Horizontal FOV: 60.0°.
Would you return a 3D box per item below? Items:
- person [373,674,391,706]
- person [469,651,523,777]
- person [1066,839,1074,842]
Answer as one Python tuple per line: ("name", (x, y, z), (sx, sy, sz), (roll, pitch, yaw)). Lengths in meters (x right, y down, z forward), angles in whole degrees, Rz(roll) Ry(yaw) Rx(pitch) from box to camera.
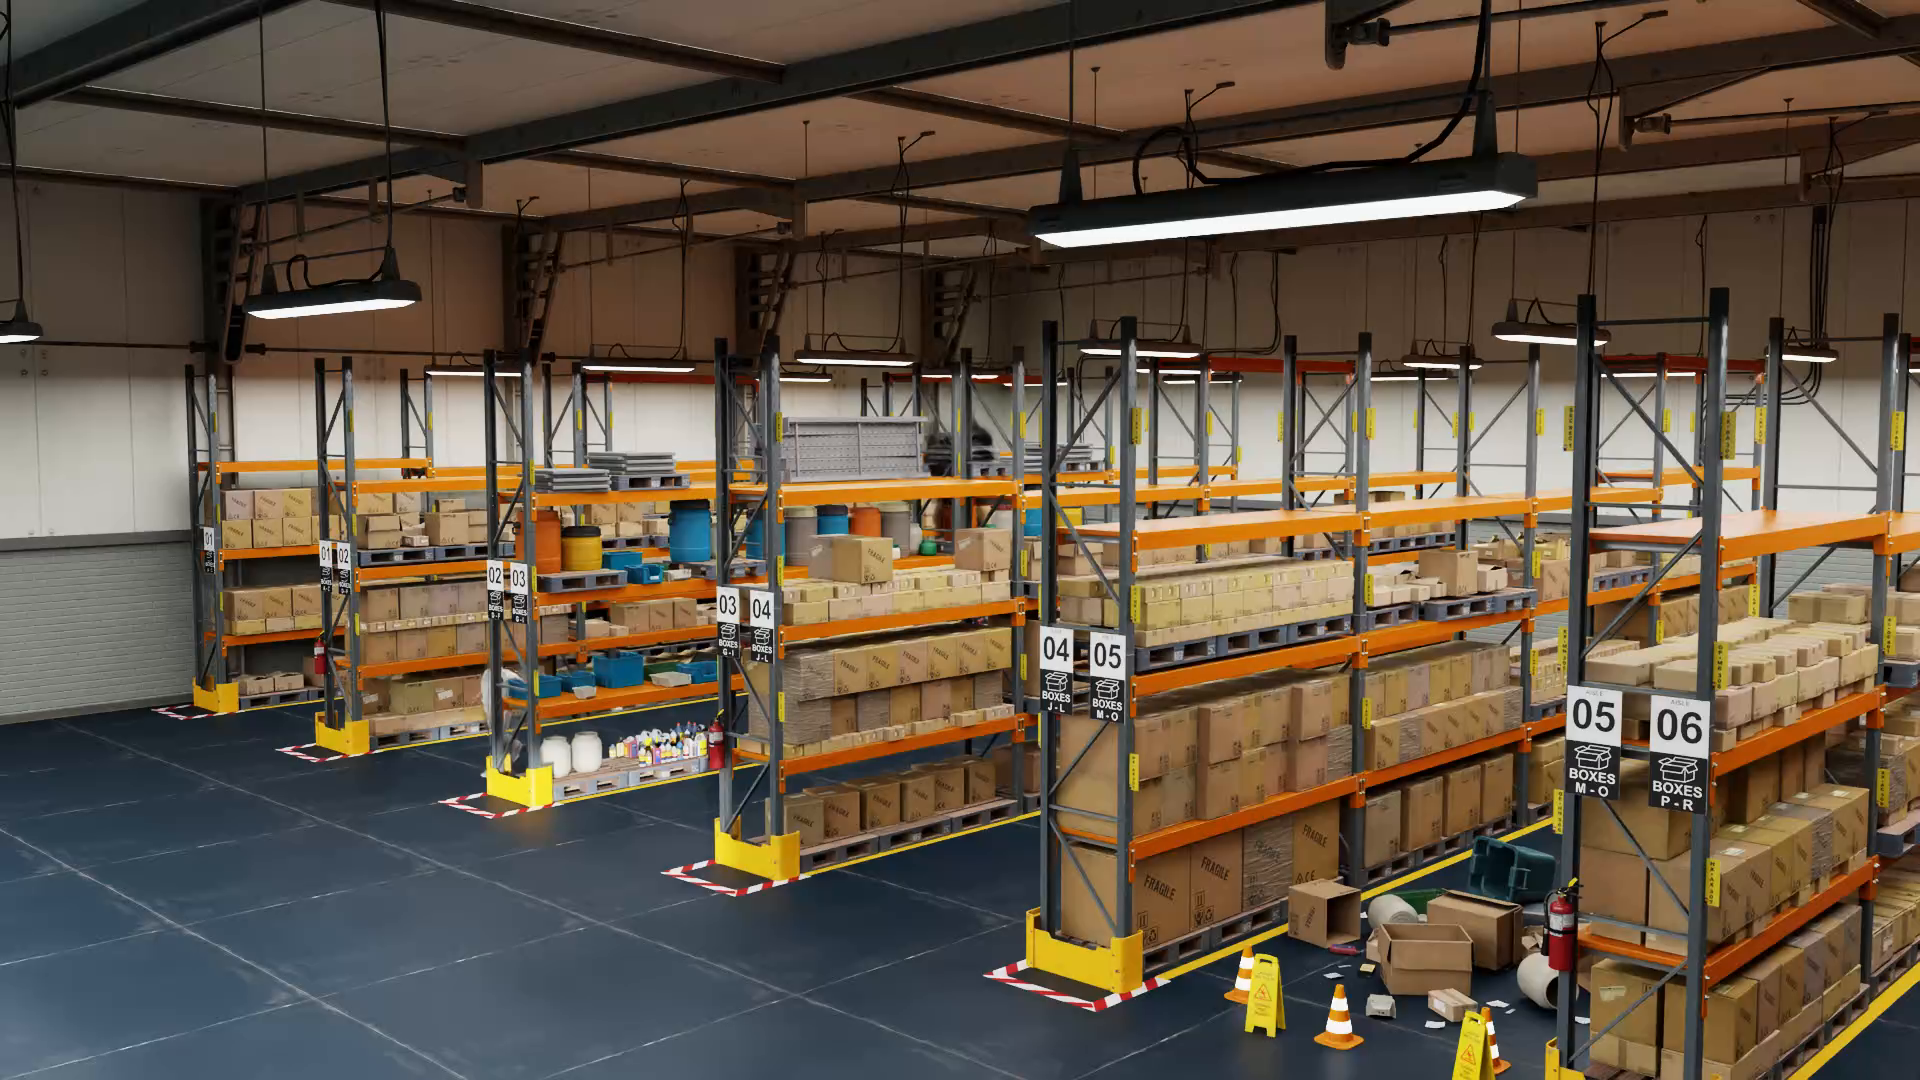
("person", (-9.601, 2.226, 27.664), (0.575, 1.665, 0.611), (2, 5, 28))
("person", (-6.596, 2.453, 23.924), (0.647, 1.767, 0.950), (2, 5, 29))
("person", (1.377, 2.993, 17.774), (0.575, 1.689, 0.699), (3, 5, 32))
